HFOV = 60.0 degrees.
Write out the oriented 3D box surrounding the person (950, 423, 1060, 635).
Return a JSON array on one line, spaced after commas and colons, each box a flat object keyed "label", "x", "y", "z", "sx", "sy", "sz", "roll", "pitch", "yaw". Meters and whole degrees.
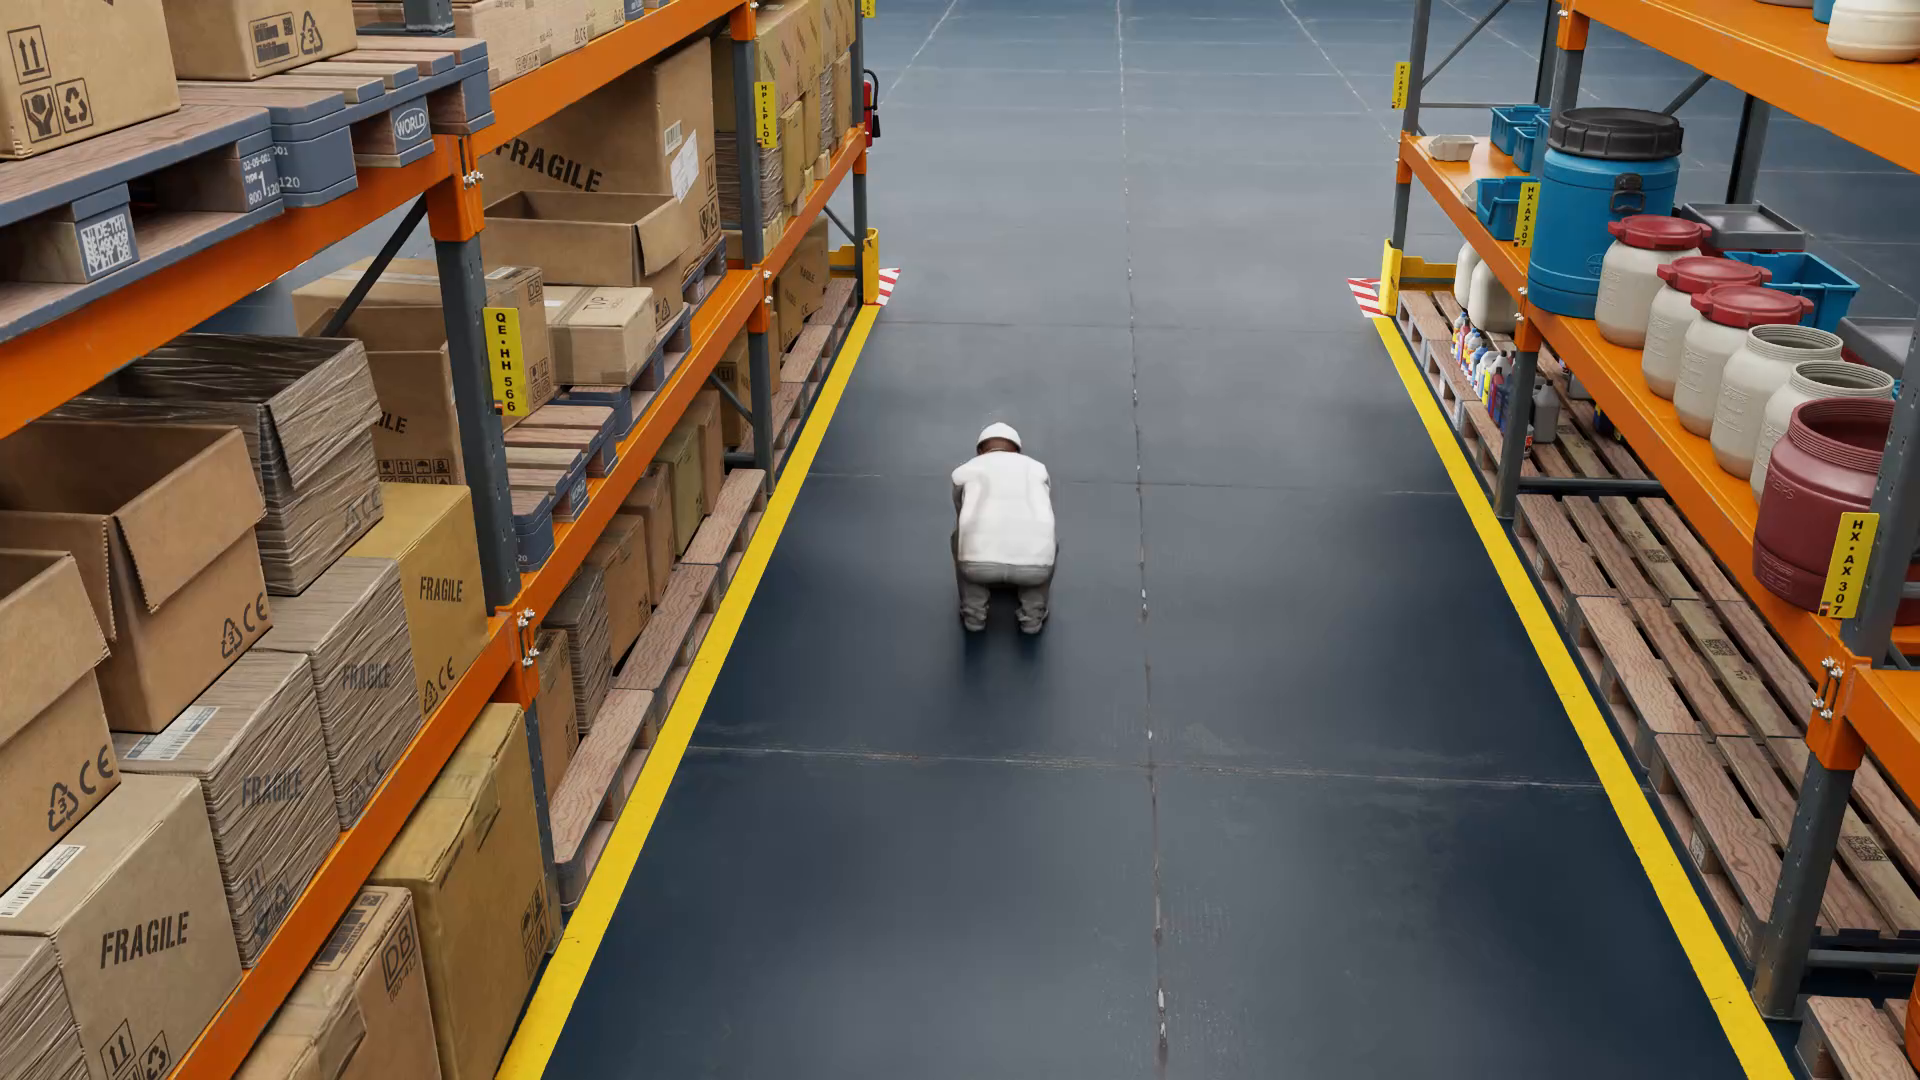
[{"label": "person", "x": 0.211, "y": -0.012, "z": 7.903, "sx": 0.526, "sy": 0.870, "sz": 0.957, "roll": 2, "pitch": 24, "yaw": 4}]
